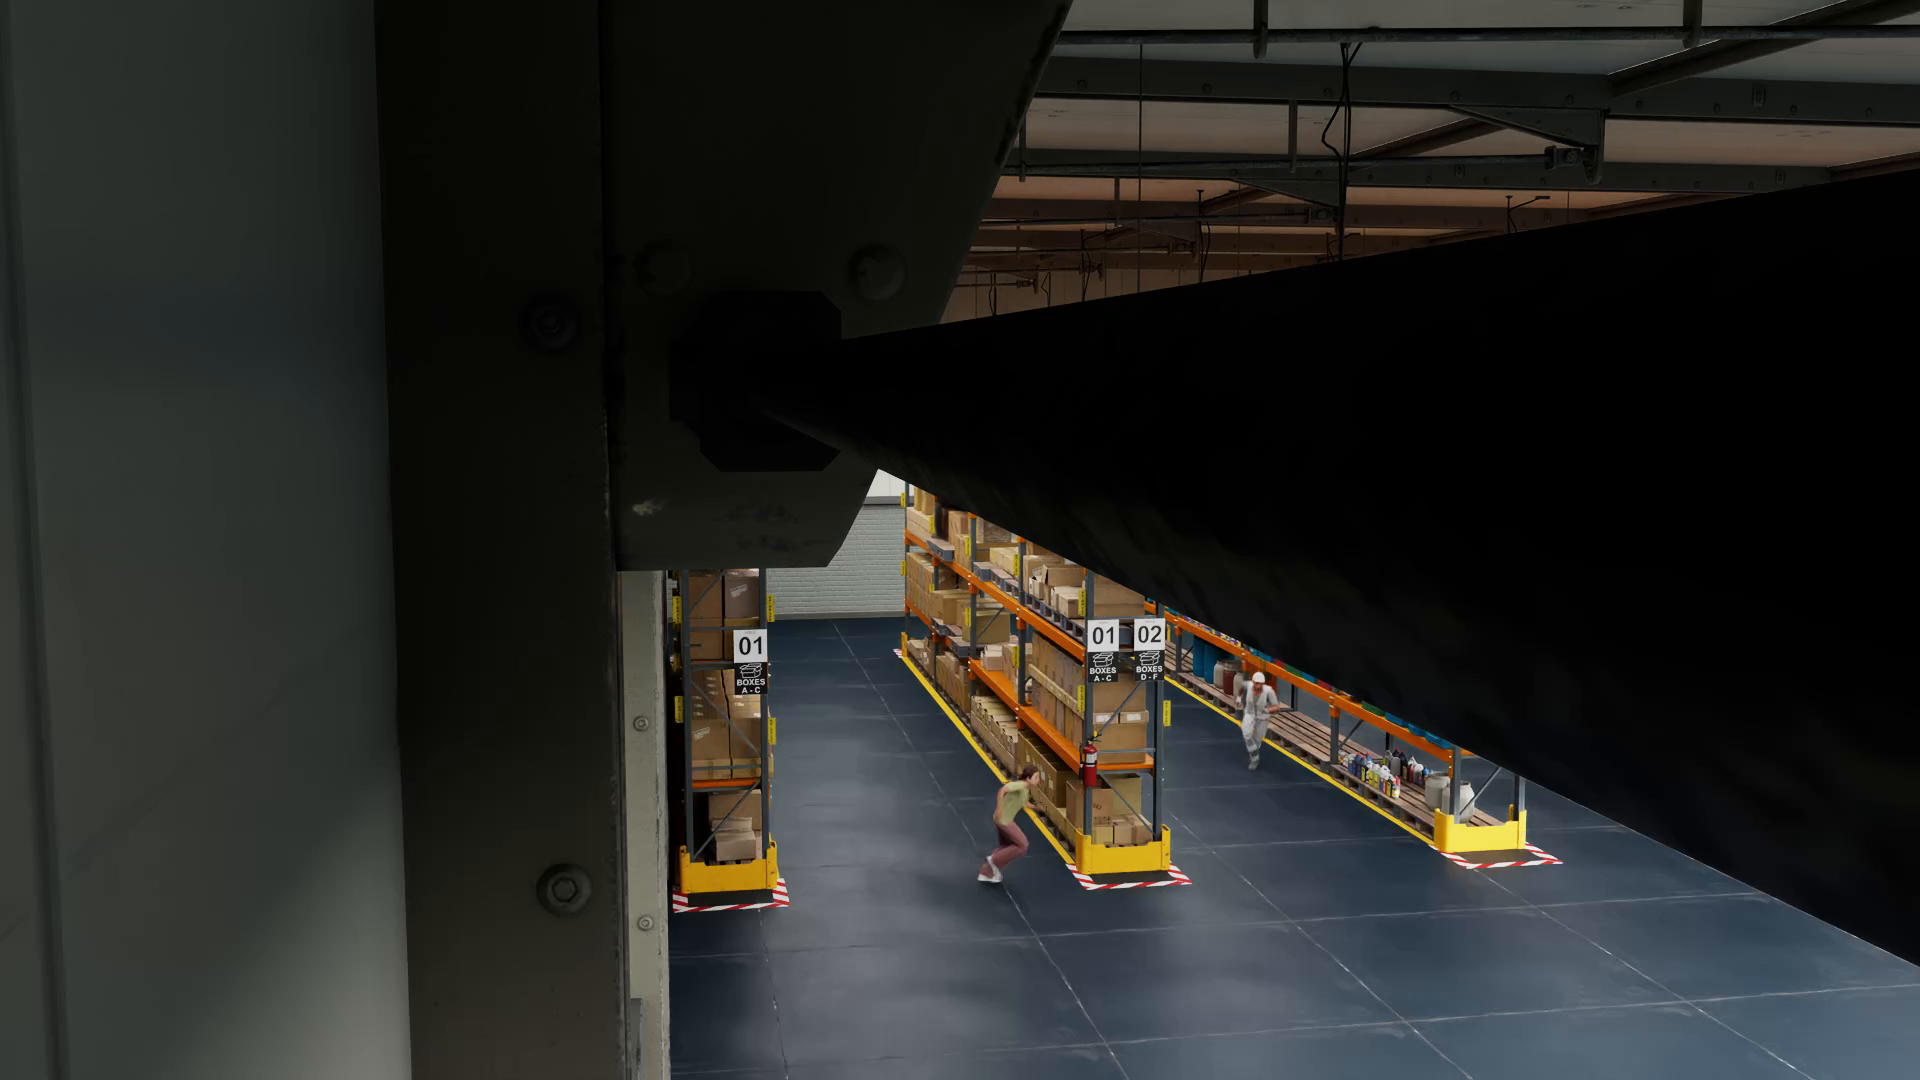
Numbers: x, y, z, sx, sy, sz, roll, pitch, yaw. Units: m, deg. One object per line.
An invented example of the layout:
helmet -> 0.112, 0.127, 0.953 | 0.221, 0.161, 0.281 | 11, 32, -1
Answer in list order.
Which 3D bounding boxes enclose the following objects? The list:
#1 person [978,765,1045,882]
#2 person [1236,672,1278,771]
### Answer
person -> 0.619, 3.478, 20.312 | 0.829, 1.502, 0.608 | 1, 6, 13
person -> 4.676, 2.800, 26.218 | 0.684, 1.577, 1.121 | 1, 6, 13
